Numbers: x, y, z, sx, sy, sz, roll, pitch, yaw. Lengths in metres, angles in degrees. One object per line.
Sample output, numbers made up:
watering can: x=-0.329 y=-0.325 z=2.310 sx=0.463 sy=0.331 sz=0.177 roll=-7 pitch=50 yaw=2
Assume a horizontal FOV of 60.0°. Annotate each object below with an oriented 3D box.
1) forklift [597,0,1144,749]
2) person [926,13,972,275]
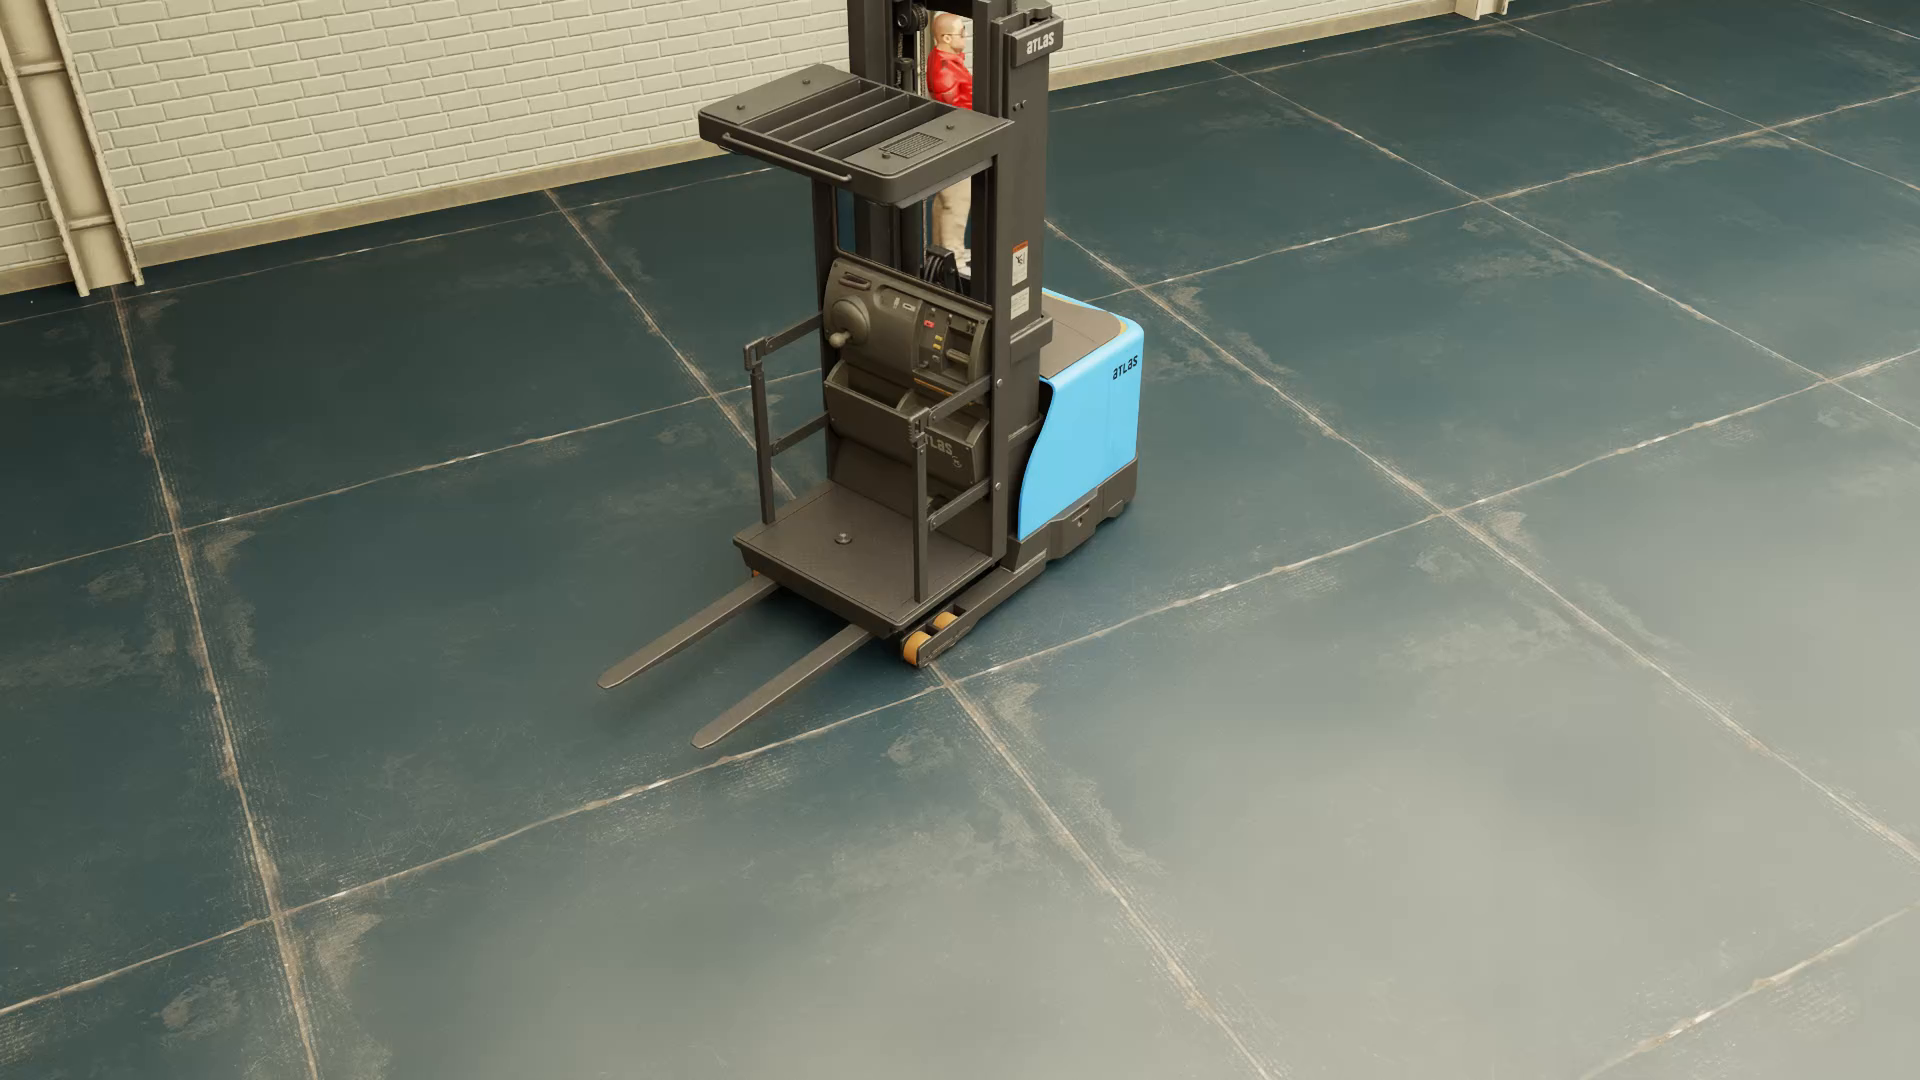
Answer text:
forklift: x=-0.390 y=-0.927 z=7.434 sx=1.130 sy=2.935 sz=3.031 roll=26 pitch=43 yaw=31
person: x=-0.030 y=-2.544 z=10.769 sx=0.389 sy=1.728 sz=0.527 roll=-6 pitch=36 yaw=-8
